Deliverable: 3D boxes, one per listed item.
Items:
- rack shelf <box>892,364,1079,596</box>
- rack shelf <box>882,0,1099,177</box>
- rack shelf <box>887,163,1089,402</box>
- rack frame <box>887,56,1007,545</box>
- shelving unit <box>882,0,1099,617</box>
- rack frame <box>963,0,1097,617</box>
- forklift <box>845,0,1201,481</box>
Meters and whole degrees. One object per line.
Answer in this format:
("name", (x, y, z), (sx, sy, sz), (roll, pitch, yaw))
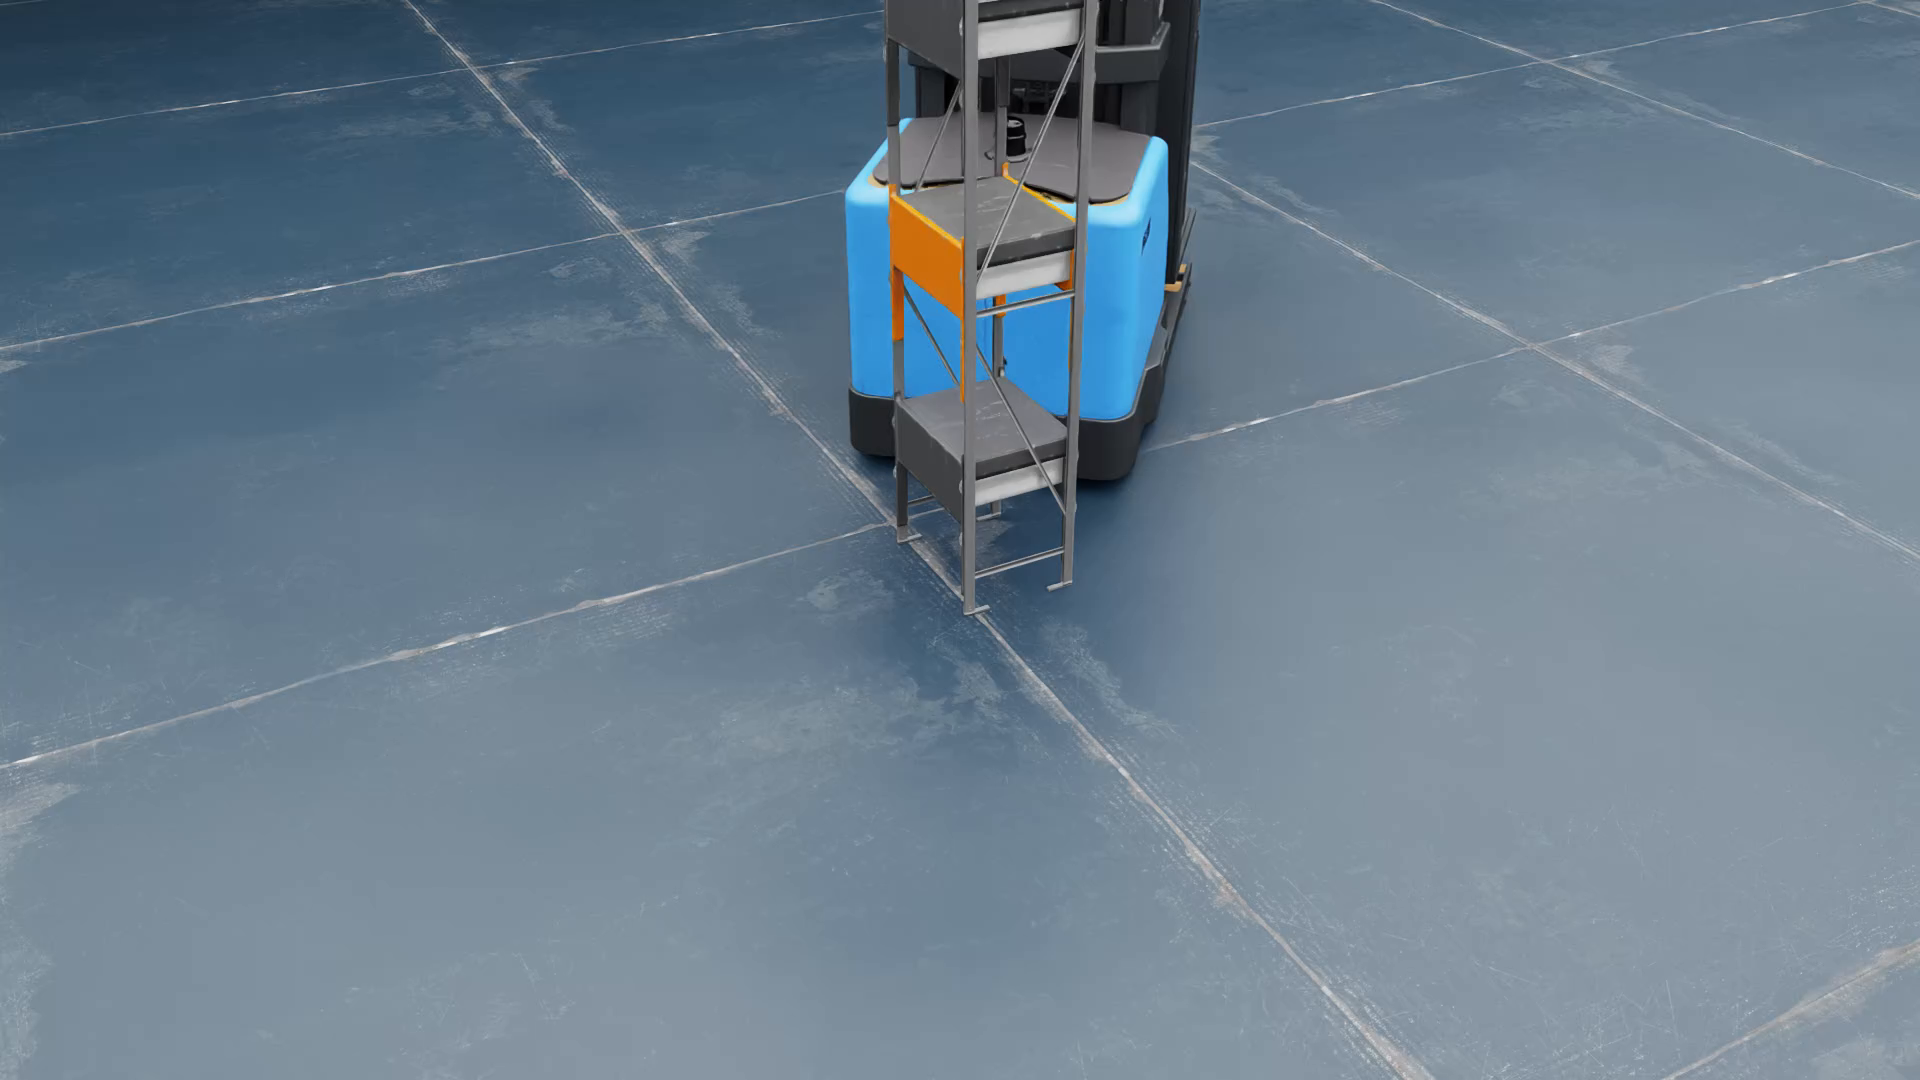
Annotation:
("rack shelf", (0.077, -0.204, 5.445), (0.431, 0.518, 0.480), (-16, 36, -23))
("rack shelf", (0.077, -1.383, 4.690), (0.431, 0.518, 0.480), (-16, 36, -23))
("rack shelf", (0.077, -0.794, 5.068), (0.431, 0.518, 0.480), (-16, 36, -23))
("rack frame", (-0.037, -0.922, 5.242), (0.400, 2.100, 0.015), (-16, 36, -23))
("shelving unit", (0.077, -0.805, 5.060), (0.431, 2.100, 0.503), (-16, 36, -23))
("rack frame", (0.191, -0.689, 4.879), (0.400, 2.100, 0.015), (-16, 36, -23))
("forklift", (0.418, -2.232, 6.518), (1.130, 2.935, 3.031), (7, 33, 11))
